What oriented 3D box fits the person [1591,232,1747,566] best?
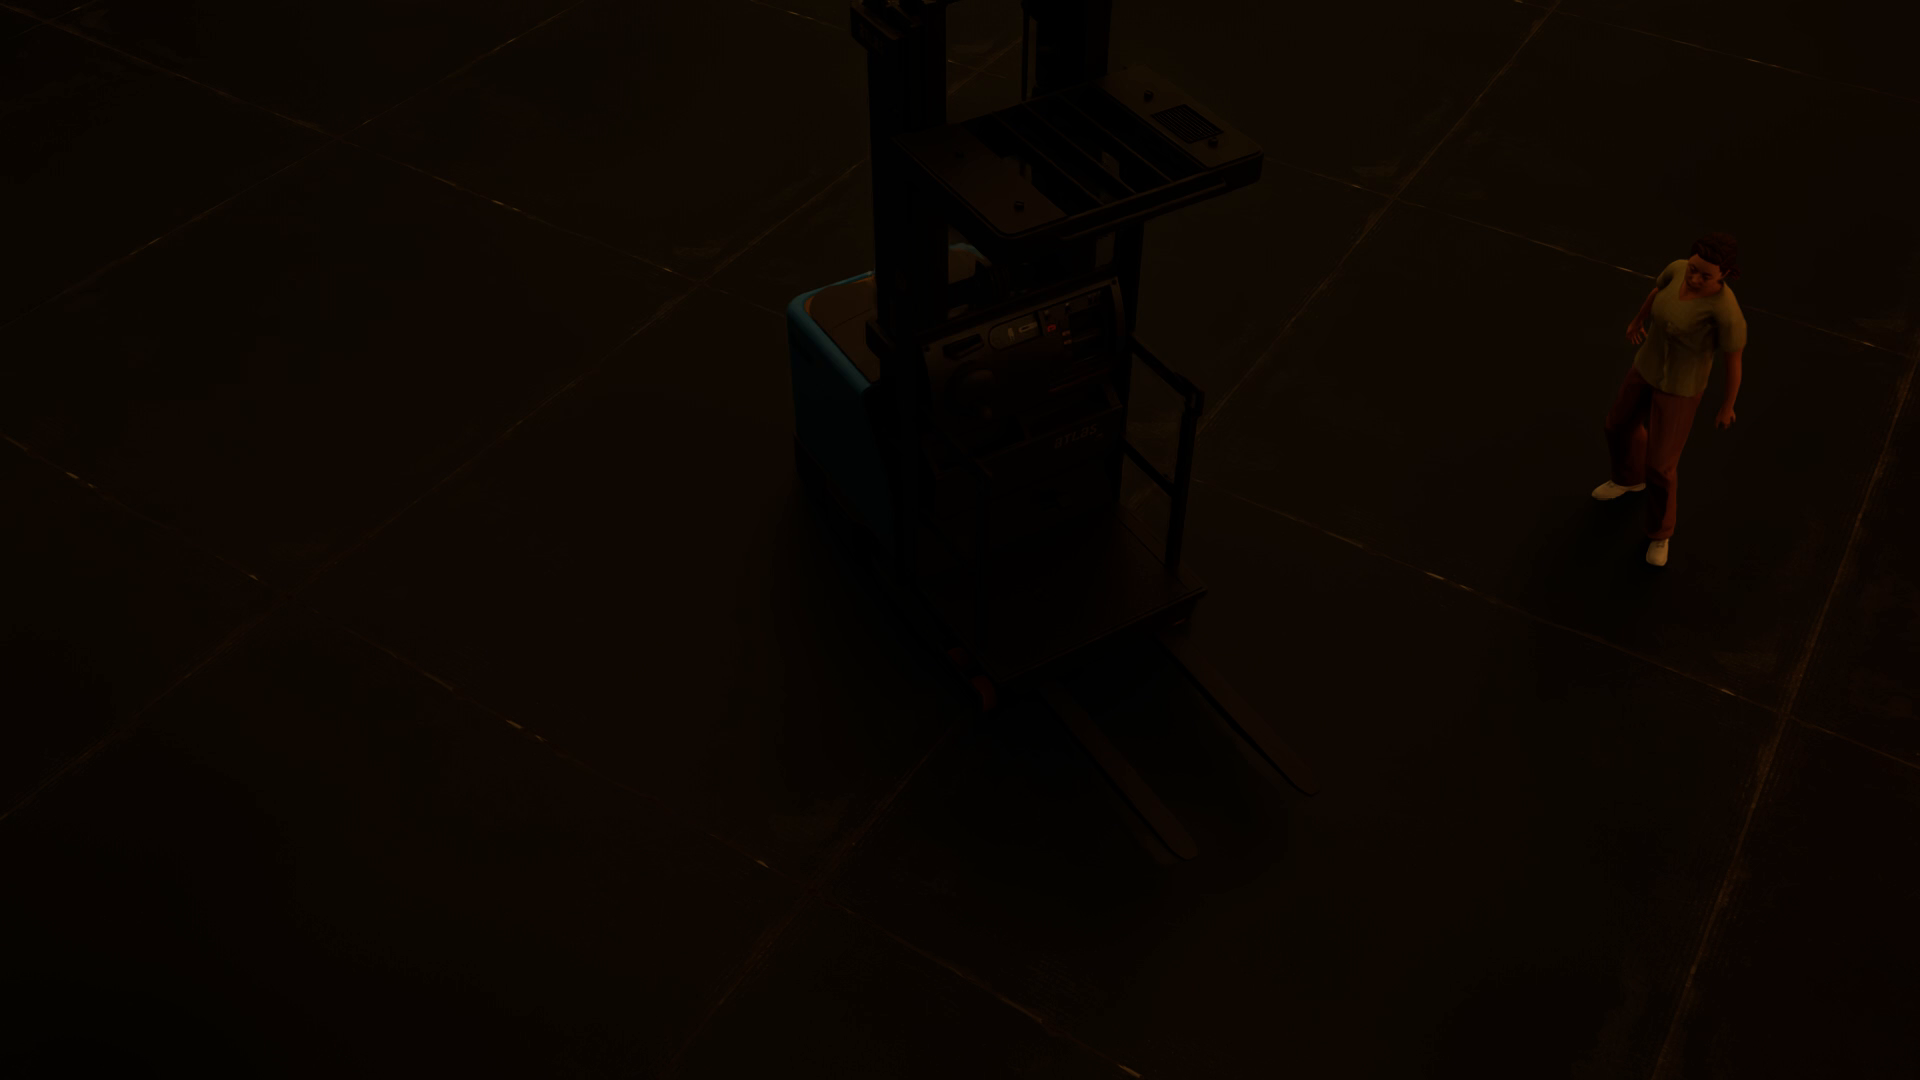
[{"bbox_3d":[3.264,-0.728,7.578,0.403,1.643,0.808,-14,45,-14],"label":"person"}]

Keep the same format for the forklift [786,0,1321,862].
[{"bbox_3d":[0.375,-0.684,6.570,1.130,2.935,3.031,-22,48,-22],"label":"forklift"}]
